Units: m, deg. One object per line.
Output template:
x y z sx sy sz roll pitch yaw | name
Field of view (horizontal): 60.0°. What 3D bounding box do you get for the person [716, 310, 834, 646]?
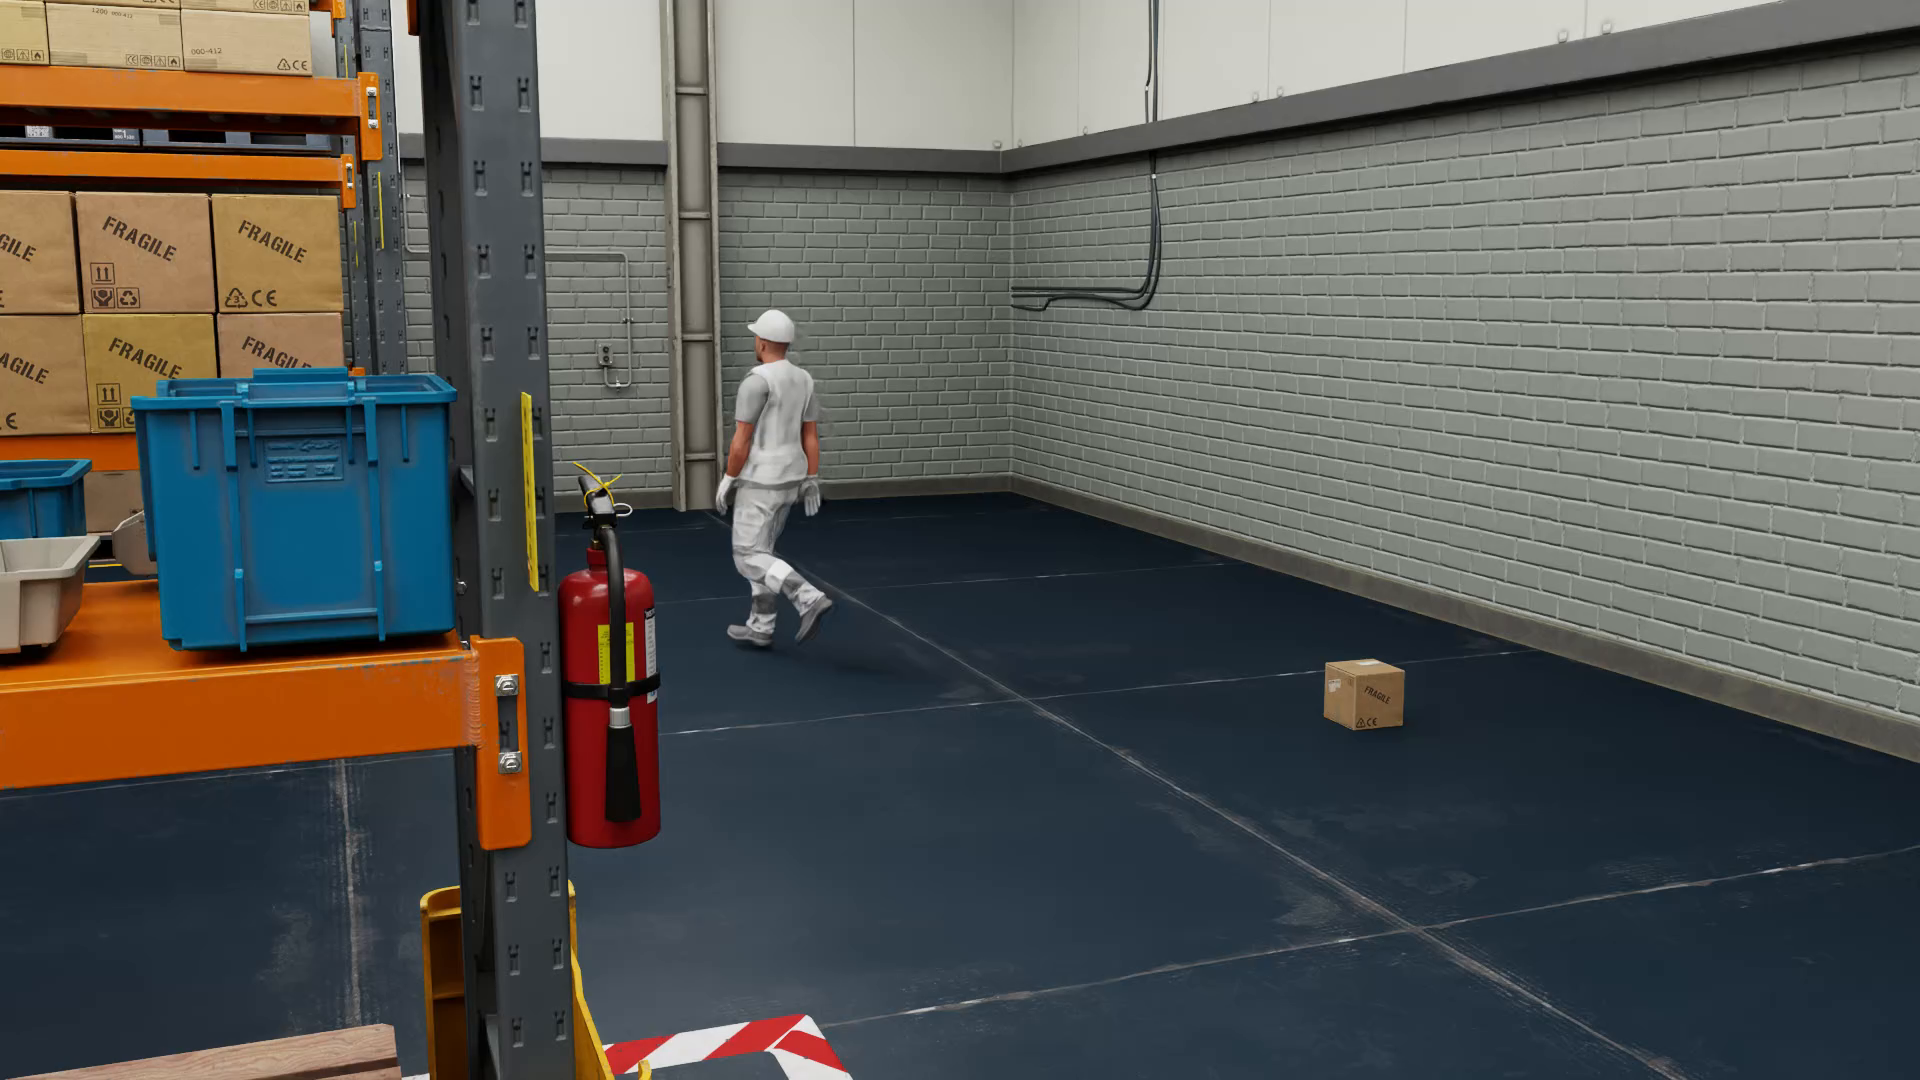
-0.949 -0.297 8.587 0.798 1.767 0.548 5 10 30 | person
